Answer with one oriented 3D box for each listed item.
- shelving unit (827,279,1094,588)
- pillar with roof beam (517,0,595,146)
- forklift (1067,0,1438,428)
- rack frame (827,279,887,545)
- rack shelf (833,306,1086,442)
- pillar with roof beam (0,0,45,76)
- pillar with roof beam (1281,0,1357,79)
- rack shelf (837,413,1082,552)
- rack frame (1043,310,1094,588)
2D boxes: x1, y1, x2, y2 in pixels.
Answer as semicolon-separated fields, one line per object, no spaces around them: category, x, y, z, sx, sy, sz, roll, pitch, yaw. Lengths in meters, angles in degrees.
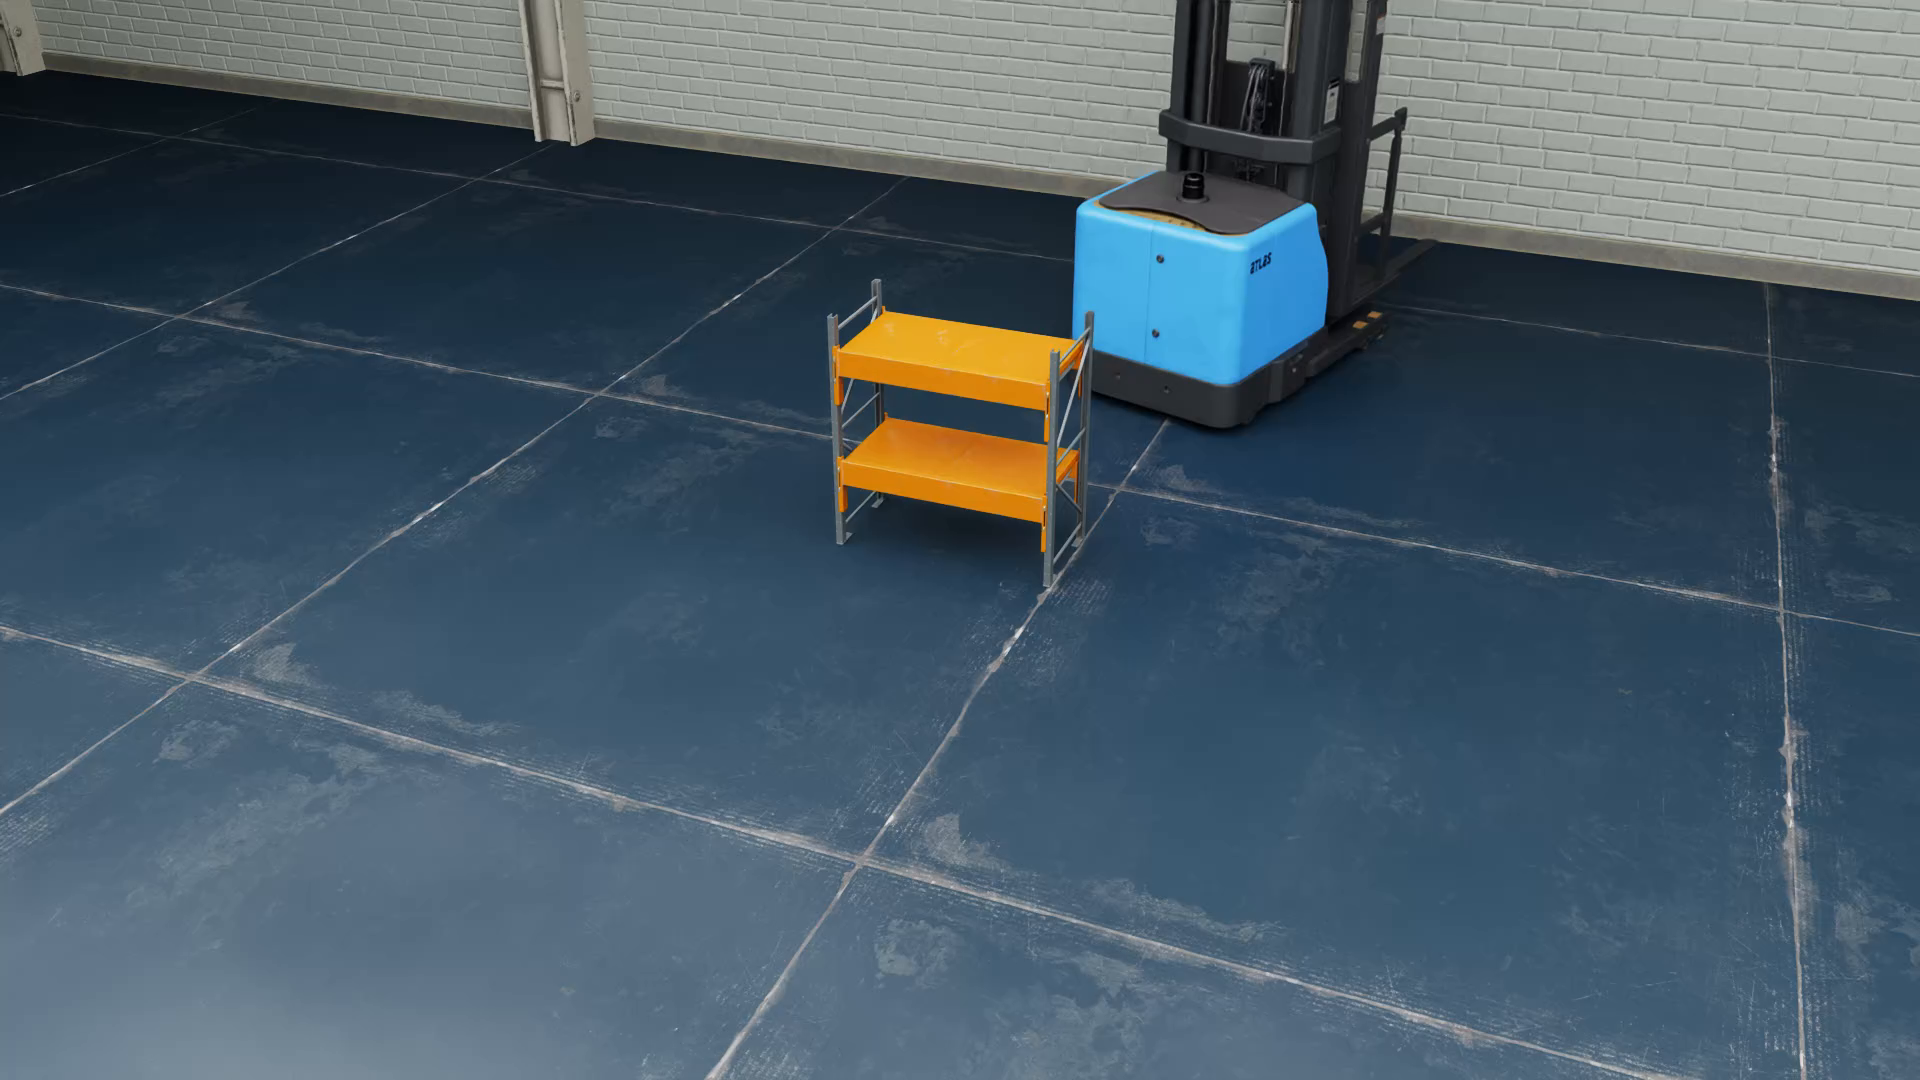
shelving unit;0.006;-0.488;7.471;1.048;1.125;0.538;11;31;19
pillar with roof beam;-4.822;-5.221;7.842;0.400;9.000;9.100;11;31;19
forklift;1.890;-2.519;9.229;1.130;2.935;3.031;21;36;32
rack frame;-0.465;-0.582;7.637;0.032;1.125;0.500;11;31;19
rack shelf;0.006;-0.743;7.327;1.000;0.278;0.538;11;31;19
pillar with roof beam;-10.382;-6.331;9.806;0.400;9.000;9.100;11;31;19
pillar with roof beam;0.737;-4.111;5.878;0.400;9.000;9.100;11;31;19
rack shelf;0.006;-0.276;7.591;1.000;0.278;0.538;11;31;19
rack frame;0.477;-0.394;7.305;0.032;1.125;0.500;11;31;19
